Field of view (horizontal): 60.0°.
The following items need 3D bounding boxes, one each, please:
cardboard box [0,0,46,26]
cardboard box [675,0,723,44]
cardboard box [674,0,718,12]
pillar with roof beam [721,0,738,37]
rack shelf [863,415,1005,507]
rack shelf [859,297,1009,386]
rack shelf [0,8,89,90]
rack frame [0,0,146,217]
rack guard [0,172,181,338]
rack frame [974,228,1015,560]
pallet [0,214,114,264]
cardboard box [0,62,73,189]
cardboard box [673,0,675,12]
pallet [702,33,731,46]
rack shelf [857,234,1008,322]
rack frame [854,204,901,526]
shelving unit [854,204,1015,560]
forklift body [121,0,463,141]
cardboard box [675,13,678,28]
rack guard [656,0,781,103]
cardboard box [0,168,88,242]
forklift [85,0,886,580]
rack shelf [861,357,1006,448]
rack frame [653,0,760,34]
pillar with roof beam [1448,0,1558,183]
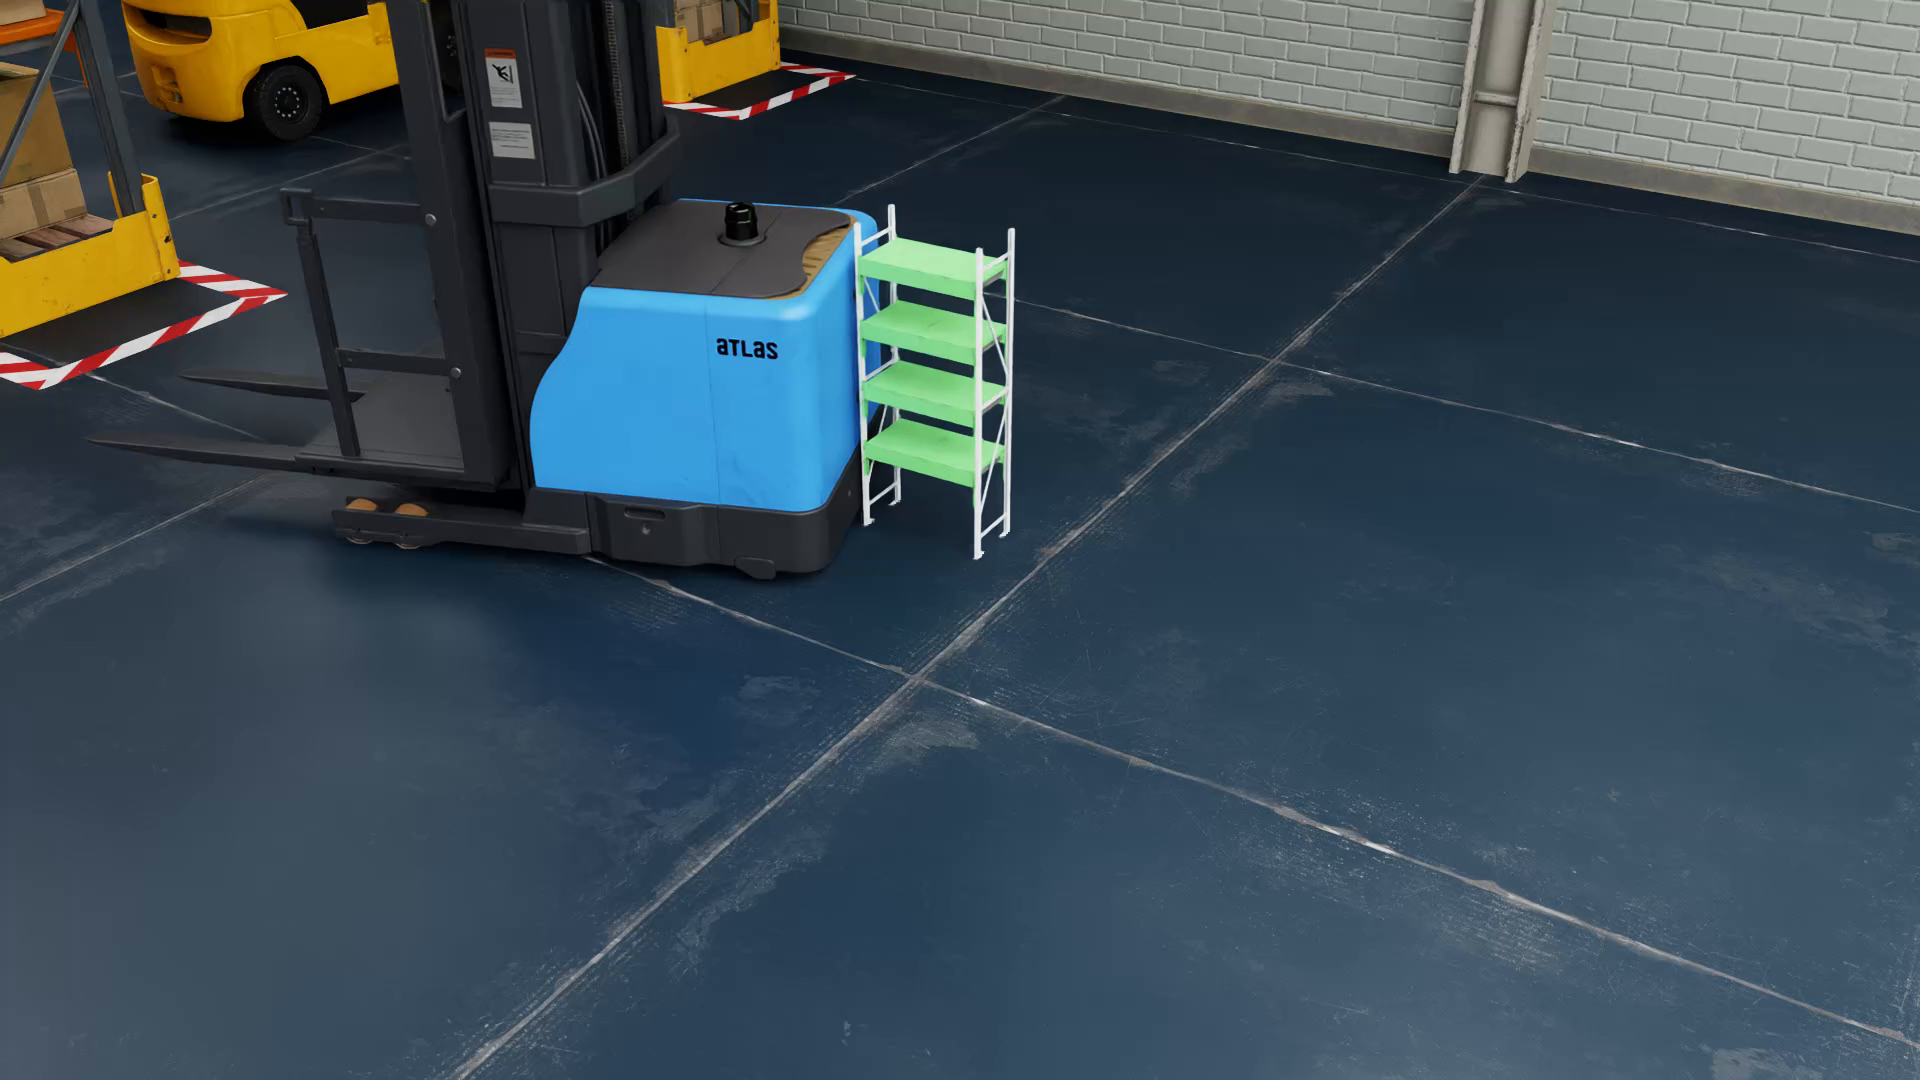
[{"bbox_3d":[-4.578,-2.525,7.850,0.250,0.149,0.380,18,35,28],"label":"cardboard box"},{"bbox_3d":[-2.077,-3.782,12.068,0.500,0.250,0.500,18,35,28],"label":"cardboard box"},{"bbox_3d":[-2.053,-3.998,11.942,0.500,0.250,0.500,18,35,28],"label":"cardboard box"},{"bbox_3d":[-4.164,-5.899,7.431,0.400,9.000,9.100,18,35,27],"label":"pillar with roof beam"},{"bbox_3d":[-0.090,-0.298,6.173,0.480,0.148,0.258,17,34,26],"label":"rack shelf"},{"bbox_3d":[-0.090,-0.713,5.932,0.480,0.148,0.258,17,34,26],"label":"rack shelf"},{"bbox_3d":[-6.095,-2.679,8.579,4.000,0.370,1.077,18,35,27],"label":"rack shelf"},{"bbox_3d":[-4.401,-2.454,7.480,0.127,3.000,1.000,18,35,27],"label":"rack frame"},{"bbox_3d":[-4.465,-1.395,8.144,0.348,0.500,1.175,18,35,27],"label":"rack guard"},{"bbox_3d":[0.120,-0.498,5.913,0.015,1.200,0.240,17,34,26],"label":"rack frame"},{"bbox_3d":[-5.134,-1.503,8.616,1.213,0.211,1.003,18,35,27],"label":"pallet"},{"bbox_3d":[-4.957,-2.112,8.461,0.500,0.500,0.500,16,34,26],"label":"cardboard box"},{"bbox_3d":[-2.343,-3.780,11.568,0.500,0.250,0.500,17,34,27],"label":"cardboard box"},{"bbox_3d":[-2.435,-3.556,12.136,1.213,0.211,1.003,18,35,27],"label":"pallet"},{"bbox_3d":[-0.090,-0.920,5.811,0.480,0.148,0.258,17,34,26],"label":"rack shelf"},{"bbox_3d":[-0.299,-0.623,6.128,0.015,1.200,0.240,17,34,26],"label":"rack frame"},{"bbox_3d":[-0.090,-0.561,6.020,0.503,1.200,0.258,17,34,26],"label":"shelving unit"},{"bbox_3d":[-4.341,-3.936,10.863,1.214,2.155,2.313,18,35,27],"label":"forklift body"},{"bbox_3d":[-2.331,-3.558,11.684,0.500,0.250,0.500,18,35,28],"label":"cardboard box"},{"bbox_3d":[-1.745,-3.487,11.731,0.348,0.500,1.175,18,35,27],"label":"rack guard"},{"bbox_3d":[-4.937,-1.782,8.639,0.500,0.250,0.500,17,34,27],"label":"cardboard box"},{"bbox_3d":[-1.865,-1.484,5.886,3.031,2.935,1.130,6,31,10],"label":"forklift"},{"bbox_3d":[-0.090,-0.505,6.053,0.480,0.148,0.258,17,34,26],"label":"rack shelf"},{"bbox_3d":[-1.765,-4.573,11.113,0.127,3.000,1.000,18,35,27],"label":"rack frame"},{"bbox_3d":[0.918,-4.291,4.675,0.400,9.000,9.100,18,35,27],"label":"pillar with roof beam"}]
